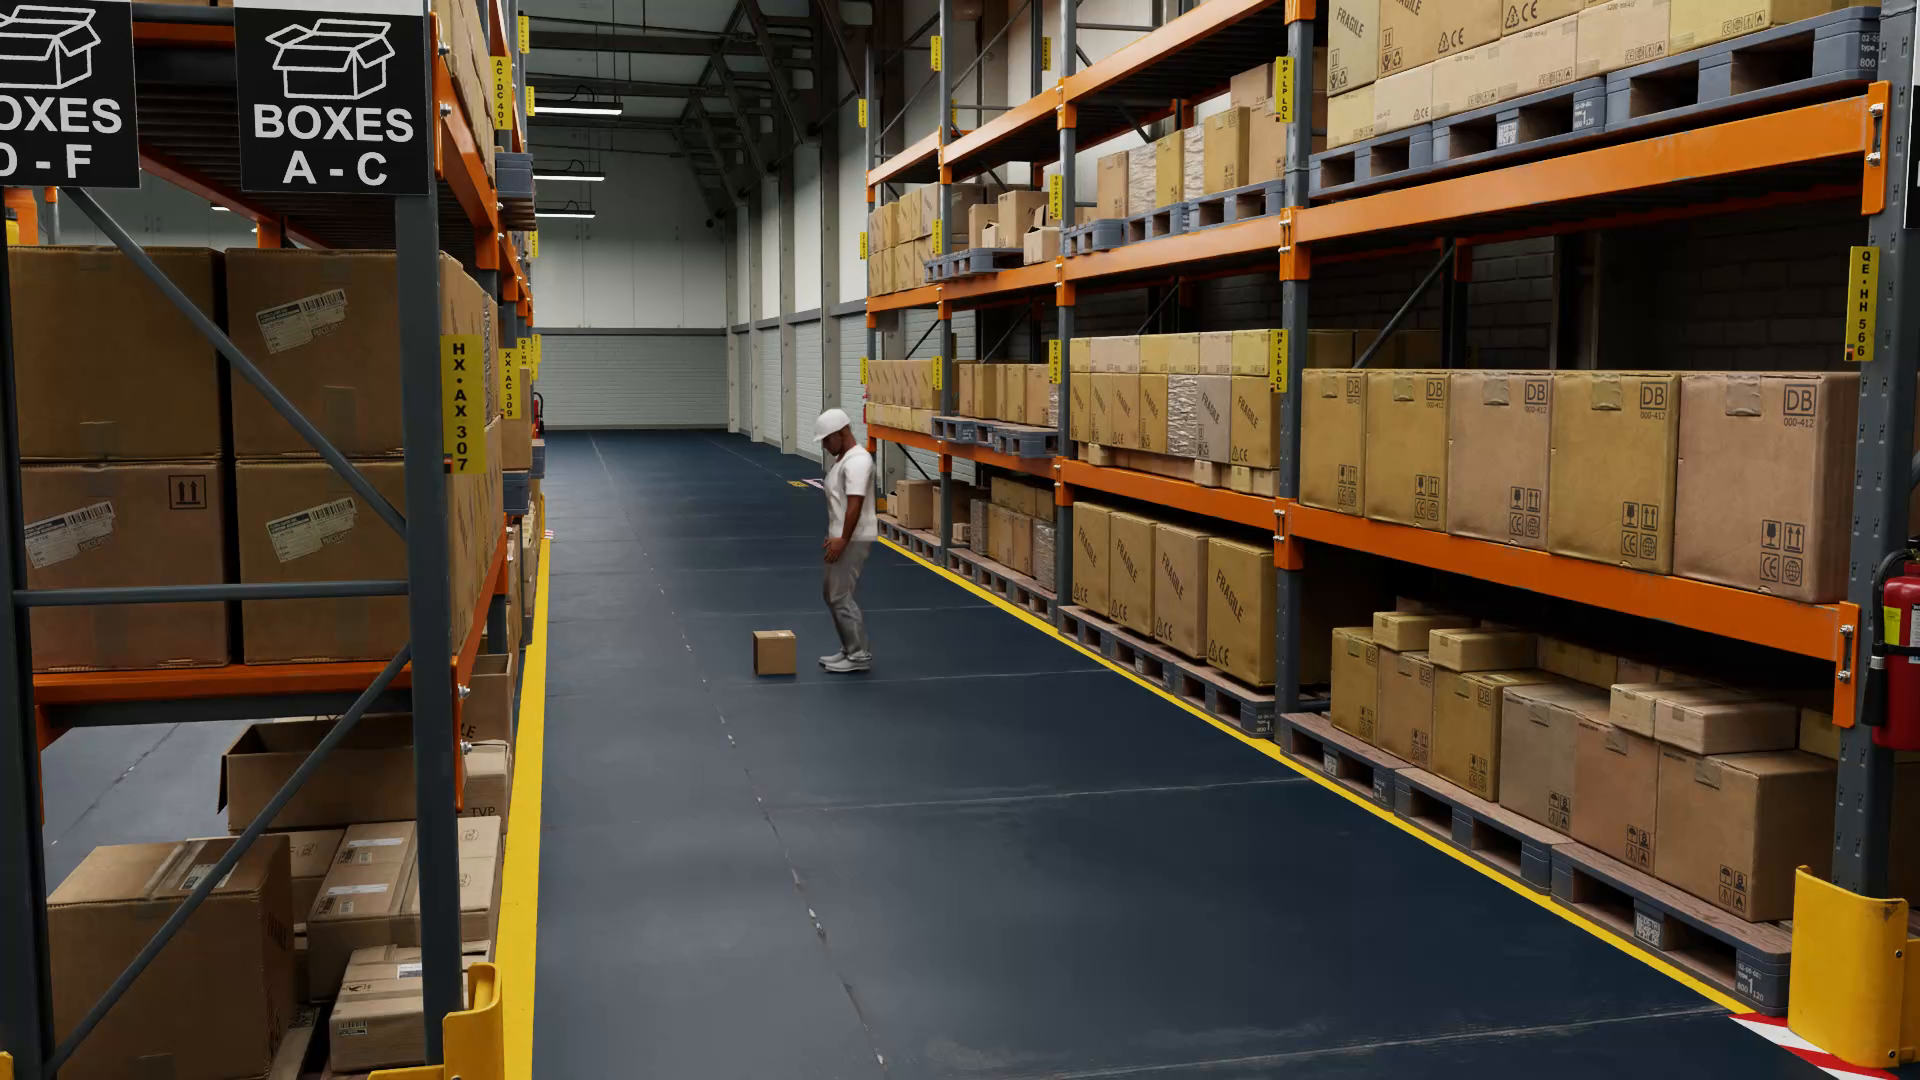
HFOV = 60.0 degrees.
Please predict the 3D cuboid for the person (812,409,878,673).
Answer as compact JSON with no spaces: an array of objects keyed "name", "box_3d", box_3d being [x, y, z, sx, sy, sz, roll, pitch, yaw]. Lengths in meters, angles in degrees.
[{"name":"person","box_3d":[-0.762,0.000,11.013,0.422,1.732,0.584,-1,6,-12]}]
